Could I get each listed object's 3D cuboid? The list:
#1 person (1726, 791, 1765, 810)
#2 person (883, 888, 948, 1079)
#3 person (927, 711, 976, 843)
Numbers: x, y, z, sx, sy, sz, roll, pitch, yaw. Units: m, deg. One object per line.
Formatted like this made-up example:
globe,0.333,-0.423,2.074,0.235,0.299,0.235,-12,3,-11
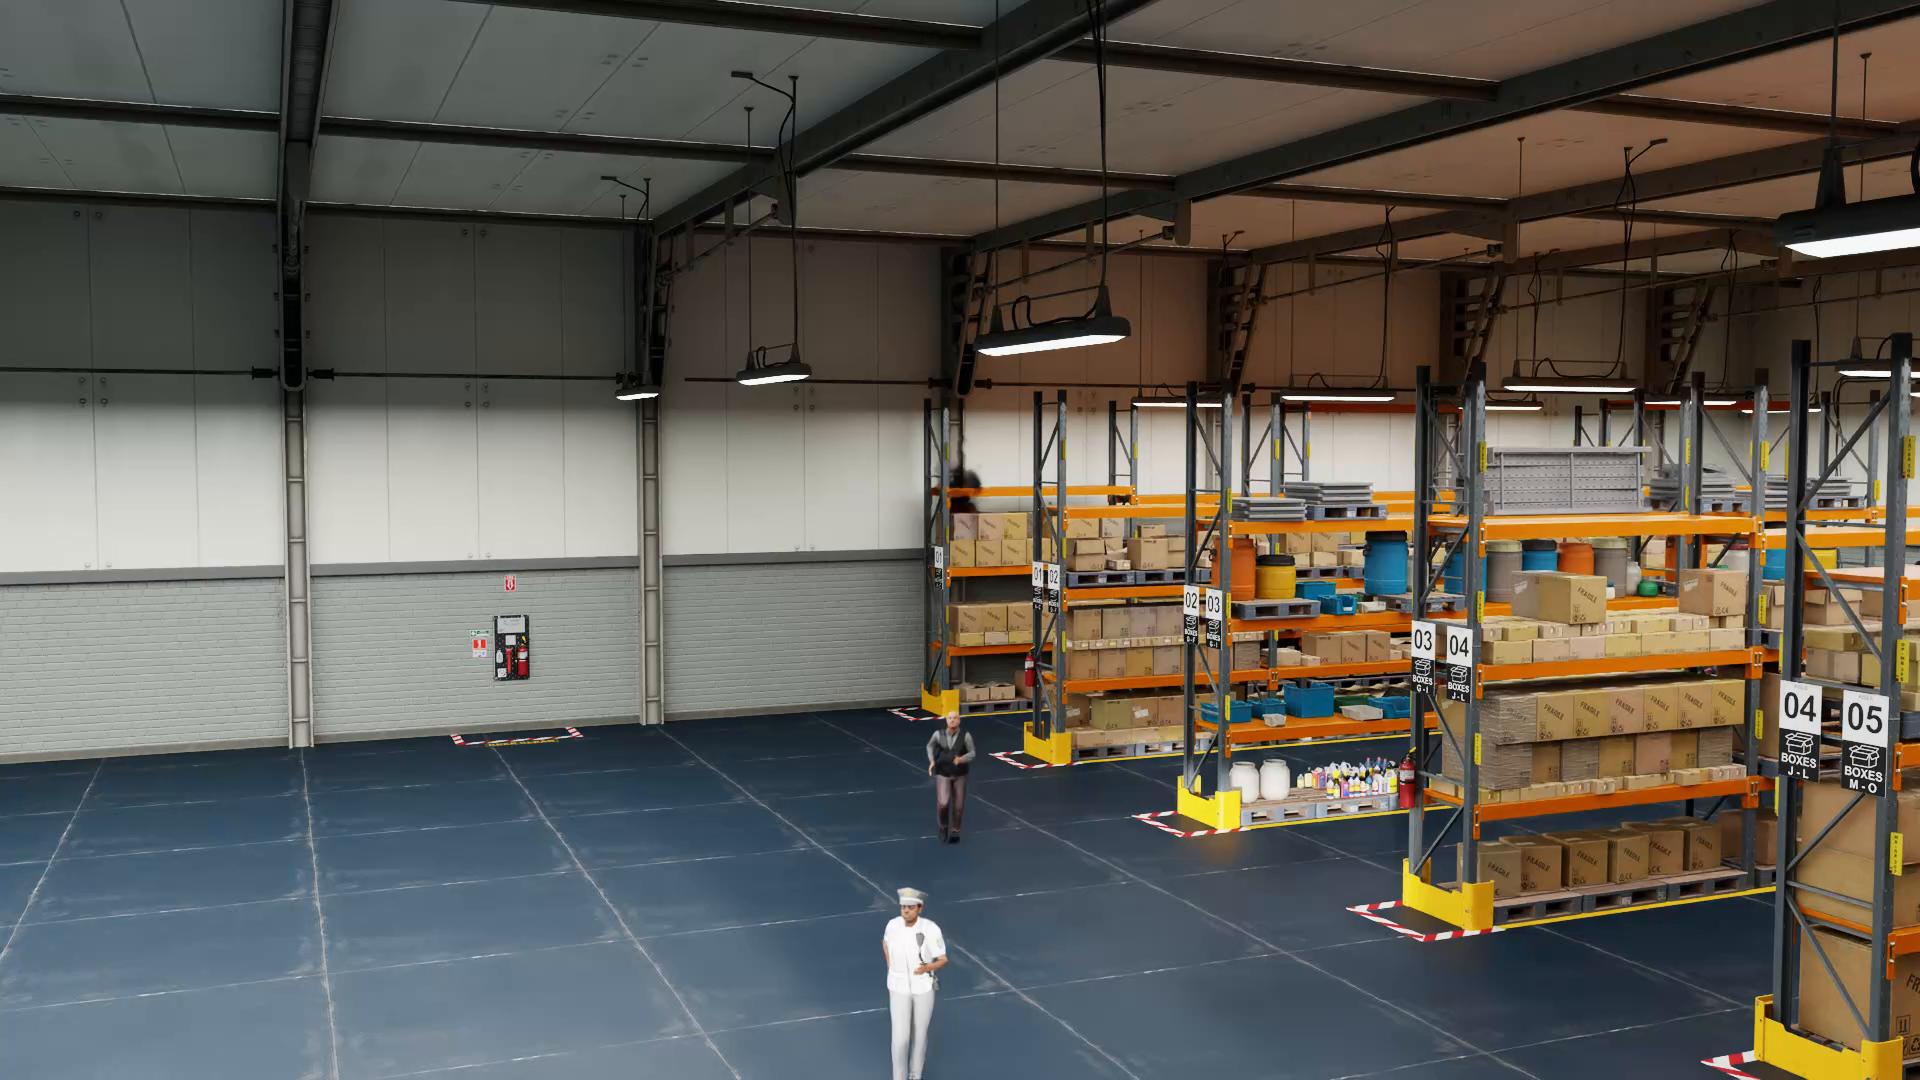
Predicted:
person,10.427,2.991,22.035,0.702,1.791,0.687,-2,4,-28
person,-0.362,3.569,13.039,0.546,1.751,0.725,0,3,5
person,-0.111,3.047,21.373,0.639,1.700,0.670,0,3,-1
